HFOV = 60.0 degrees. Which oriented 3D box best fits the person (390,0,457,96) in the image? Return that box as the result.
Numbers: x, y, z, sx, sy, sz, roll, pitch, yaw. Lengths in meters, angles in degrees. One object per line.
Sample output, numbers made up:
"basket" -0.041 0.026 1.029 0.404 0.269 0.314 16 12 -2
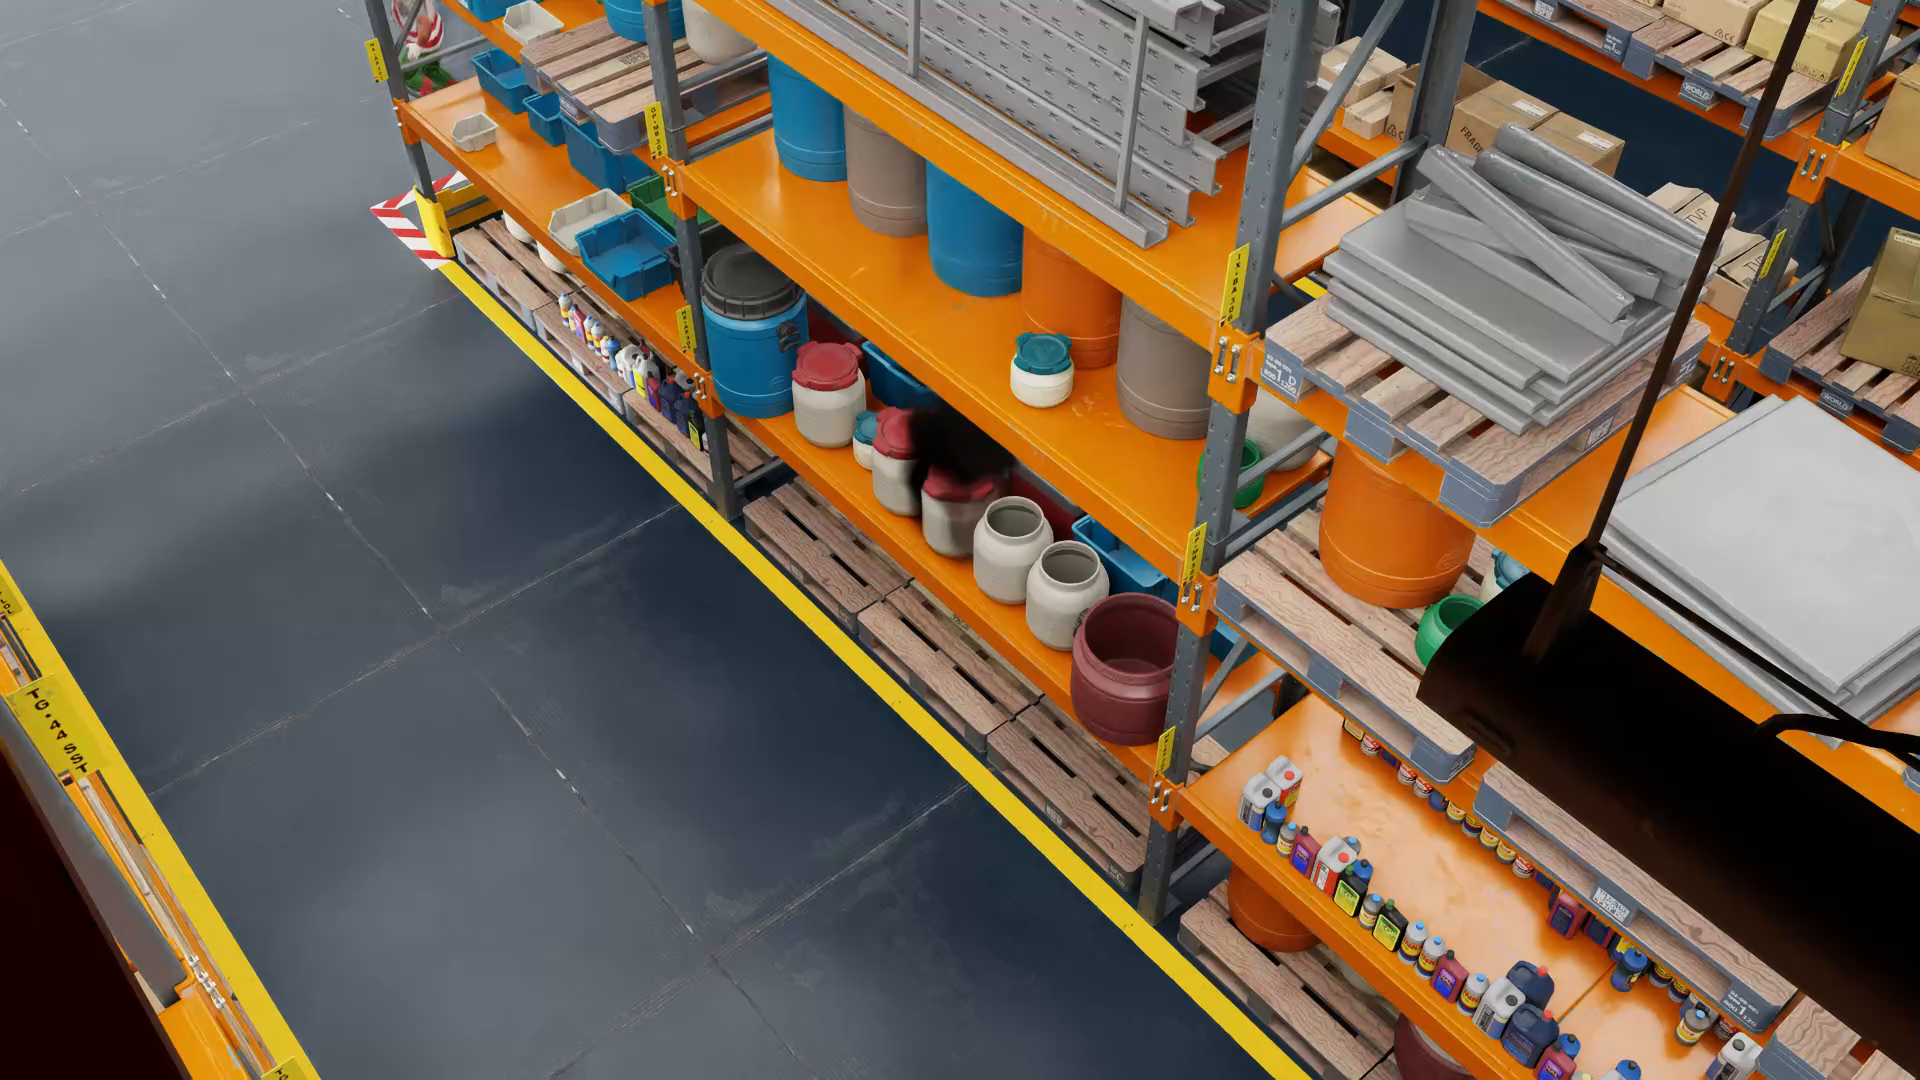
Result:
"person" -4.498 -4.145 13.723 0.523 1.720 0.718 -1 46 -1
